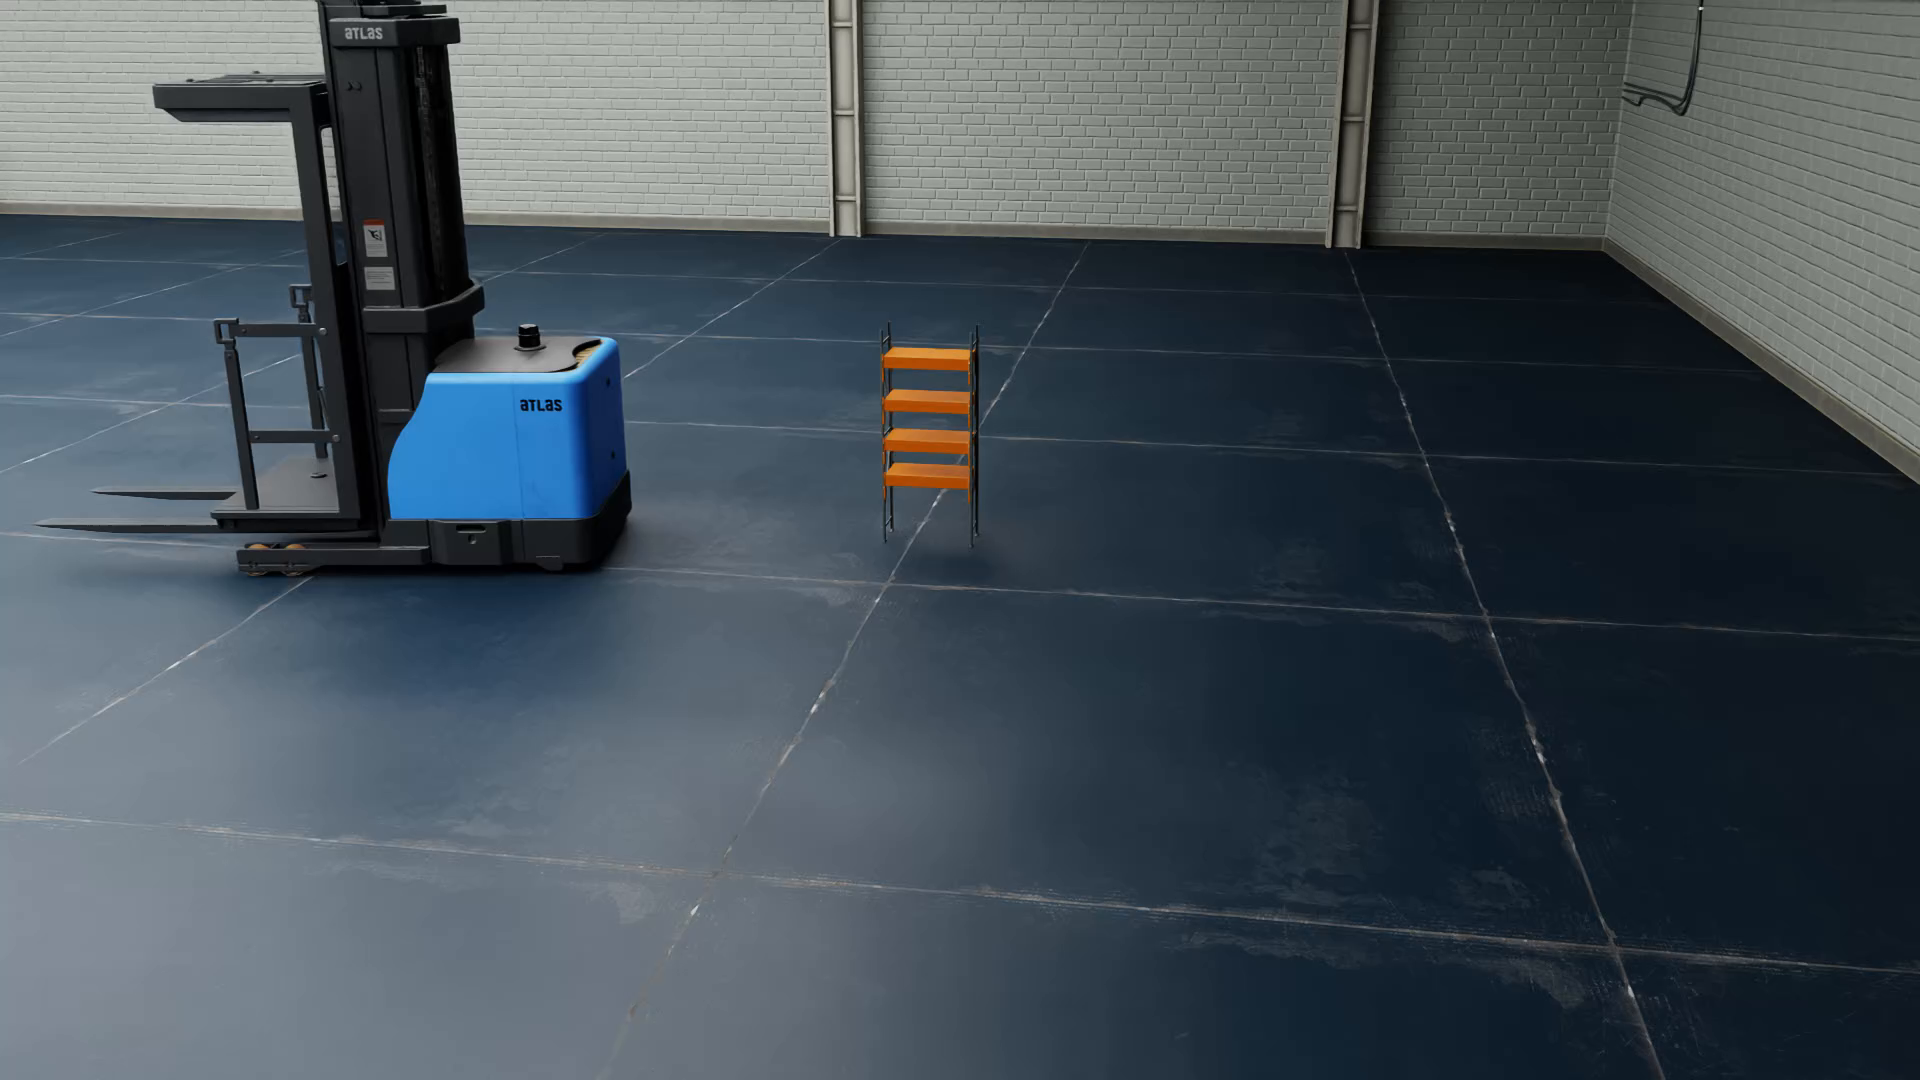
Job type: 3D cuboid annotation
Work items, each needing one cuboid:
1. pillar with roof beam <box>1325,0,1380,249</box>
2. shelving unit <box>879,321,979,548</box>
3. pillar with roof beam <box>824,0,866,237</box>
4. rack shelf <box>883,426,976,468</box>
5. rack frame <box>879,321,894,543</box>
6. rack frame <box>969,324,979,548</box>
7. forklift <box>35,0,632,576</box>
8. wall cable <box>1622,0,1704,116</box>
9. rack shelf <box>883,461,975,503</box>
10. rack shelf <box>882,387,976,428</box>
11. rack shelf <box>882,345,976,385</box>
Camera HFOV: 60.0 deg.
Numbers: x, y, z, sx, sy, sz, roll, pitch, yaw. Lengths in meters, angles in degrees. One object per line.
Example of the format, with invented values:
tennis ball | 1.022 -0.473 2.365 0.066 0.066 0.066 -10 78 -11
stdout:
pillar with roof beam | 3.855 -6.400 14.249 0.400 9.000 9.100 3 19 9
shelving unit | -0.163 -0.577 9.138 0.503 1.200 0.258 3 19 9
pillar with roof beam | -2.069 -6.702 15.152 0.400 9.000 9.100 3 19 9
rack shelf | -0.163 -0.514 9.159 0.480 0.148 0.258 3 19 9
rack frame | -0.404 -0.590 9.174 0.015 1.200 0.240 3 19 9
rack frame | 0.077 -0.565 9.101 0.015 1.200 0.240 3 19 9
forklift | -3.413 -1.367 8.768 3.031 2.935 1.130 0 18 0
wall cable | 7.237 -5.714 17.092 0.112 2.526 3.097 3 19 9
rack shelf | -0.163 -0.325 9.222 0.480 0.148 0.258 3 19 9
rack shelf | -0.163 -0.726 9.088 0.480 0.148 0.258 3 19 9
rack shelf | -0.163 -0.950 9.013 0.480 0.148 0.258 3 19 9
